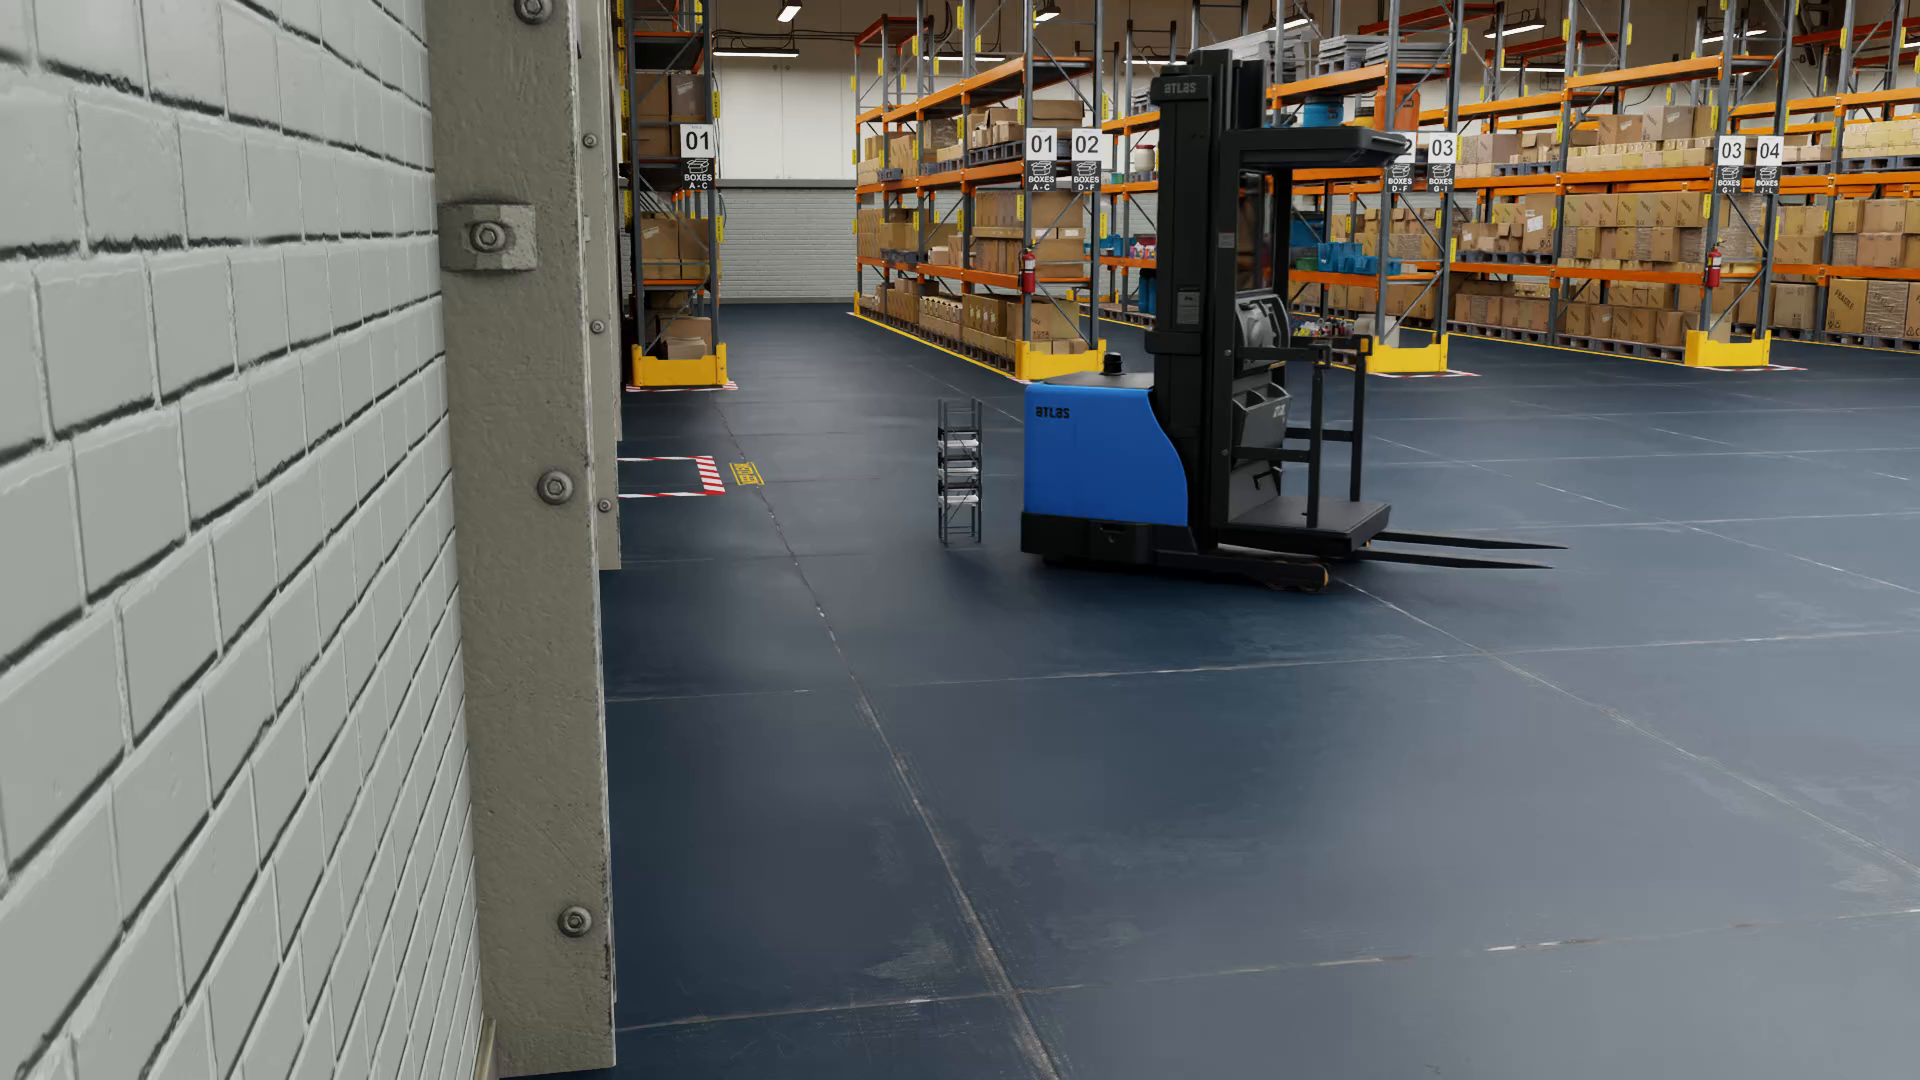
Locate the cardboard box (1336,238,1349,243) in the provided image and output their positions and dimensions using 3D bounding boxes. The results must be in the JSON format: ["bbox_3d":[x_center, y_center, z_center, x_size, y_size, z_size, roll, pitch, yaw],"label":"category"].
[{"bbox_3d":[8.360,-6.322,35.496,0.500,0.250,0.500,-2,11,-12],"label":"cardboard box"}]

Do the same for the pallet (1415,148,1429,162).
[{"bbox_3d":[6.114,-5.333,23.178,1.003,0.211,1.213,-2,11,-11],"label":"pallet"}]

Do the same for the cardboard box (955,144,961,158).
[{"bbox_3d":[0.230,-6.311,27.085,0.500,0.250,0.500,-3,11,-16],"label":"cardboard box"}]

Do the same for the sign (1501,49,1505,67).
[{"bbox_3d":[10.012,-8.911,30.737,0.100,0.325,0.005,-2,11,-11],"label":"sign"}]

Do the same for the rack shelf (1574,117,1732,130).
[{"bbox_3d":[13.978,-8.371,33.601,1.077,0.370,4.000,-2,11,-11],"label":"rack shelf"}]

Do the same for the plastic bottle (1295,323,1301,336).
[{"bbox_3d":[5.179,-3.183,25.486,0.061,0.283,0.133,-2,11,-8],"label":"plastic bottle"}]

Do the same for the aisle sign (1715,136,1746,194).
[{"bbox_3d":[10.755,-5.232,23.211,0.394,0.787,0.004,-2,11,-11],"label":"aisle sign"}]

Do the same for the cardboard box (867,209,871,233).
[{"bbox_3d":[-1.663,-6.721,35.044,0.500,0.500,0.500,-2,11,-12],"label":"cardboard box"}]

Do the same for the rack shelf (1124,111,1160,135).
[{"bbox_3d":[4.234,-8.029,31.804,1.077,0.370,4.000,-2,11,-11],"label":"rack shelf"}]

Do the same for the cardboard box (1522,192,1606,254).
[{"bbox_3d":[10.243,-5.363,28.122,1.000,1.000,1.000,-2,11,-11],"label":"cardboard box"}]

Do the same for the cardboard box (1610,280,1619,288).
[{"bbox_3d":[13.674,-5.350,34.341,0.500,0.250,0.500,-2,11,-9],"label":"cardboard box"}]

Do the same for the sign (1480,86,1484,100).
[{"bbox_3d":[12.278,-10.499,39.080,0.100,0.325,0.005,-2,11,-11],"label":"sign"}]

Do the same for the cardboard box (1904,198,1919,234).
[{"bbox_3d":[15.485,-5.110,26.235,0.875,0.550,0.500,-2,11,-11],"label":"cardboard box"}]

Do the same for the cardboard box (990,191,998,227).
[{"bbox_3d":[0.831,-4.772,24.010,0.700,0.500,0.500,-2,11,-11],"label":"cardboard box"}]

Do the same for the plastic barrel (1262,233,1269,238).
[{"bbox_3d":[5.288,-4.916,28.137,0.433,0.535,0.433,0,11,0],"label":"plastic barrel"}]

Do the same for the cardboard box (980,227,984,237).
[{"bbox_3d":[0.505,-4.570,24.680,0.380,0.149,0.250,-2,11,-13],"label":"cardboard box"}]

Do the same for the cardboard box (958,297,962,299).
[{"bbox_3d":[0.215,-4.034,28.599,0.500,0.311,0.500,-2,11,-12],"label":"cardboard box"}]

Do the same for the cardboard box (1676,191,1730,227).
[{"bbox_3d":[10.688,-4.756,23.923,0.500,0.500,0.500,-2,11,-11],"label":"cardboard box"}]

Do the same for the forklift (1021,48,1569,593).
[{"bbox_3d":[1.918,-1.259,9.474,3.031,2.935,1.130,5,12,26],"label":"forklift"}]

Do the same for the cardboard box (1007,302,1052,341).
[{"bbox_3d":[0.924,-2.929,22.289,0.500,0.500,0.500,-2,11,-11],"label":"cardboard box"}]

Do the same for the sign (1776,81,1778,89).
[{"bbox_3d":[17.875,-10.007,36.282,0.100,0.325,0.005,-2,11,-11],"label":"sign"}]

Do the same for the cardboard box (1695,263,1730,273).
[{"bbox_3d":[10.780,-3.899,23.830,0.380,0.149,0.250,-2,11,-11],"label":"cardboard box"}]

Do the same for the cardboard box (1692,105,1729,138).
[{"bbox_3d":[11.014,-6.174,24.689,0.500,0.500,0.500,-2,11,-11],"label":"cardboard box"}]

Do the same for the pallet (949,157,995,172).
[{"bbox_3d":[0.358,-5.892,26.121,0.805,0.209,1.217,-3,11,-13],"label":"pallet"}]

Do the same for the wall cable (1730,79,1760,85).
[{"bbox_3d":[22.673,-14.214,46.436,2.988,3.039,0.133,-2,11,-11],"label":"wall cable"}]

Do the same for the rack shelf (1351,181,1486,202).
[{"bbox_3d":[9.093,-6.932,32.994,1.077,0.370,4.000,-2,11,-11],"label":"rack shelf"}]

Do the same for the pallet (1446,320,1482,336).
[{"bbox_3d":[9.632,-3.931,30.787,1.003,0.211,1.213,-2,11,-11],"label":"pallet"}]

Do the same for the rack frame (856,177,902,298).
[{"bbox_3d":[-1.792,-6.552,37.100,1.000,3.000,0.127,-2,11,-11],"label":"rack frame"}]

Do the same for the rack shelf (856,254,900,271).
[{"bbox_3d":[-1.403,-5.832,35.240,1.077,0.370,4.000,-2,11,-11],"label":"rack shelf"}]

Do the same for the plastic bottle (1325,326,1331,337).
[{"bbox_3d":[5.474,-3.051,24.792,0.061,0.283,0.133,-2,11,-11],"label":"plastic bottle"}]

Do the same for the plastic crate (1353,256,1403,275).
[{"bbox_3d":[5.788,-3.805,23.064,0.499,0.251,0.616,-2,11,-11],"label":"plastic crate"}]

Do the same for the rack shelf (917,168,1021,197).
[{"bbox_3d":[0.153,-5.838,27.250,1.077,0.370,4.000,-2,11,-11],"label":"rack shelf"}]

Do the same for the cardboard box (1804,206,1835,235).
[{"bbox_3d":[15.042,-5.504,28.650,0.700,0.500,0.500,-2,11,-12],"label":"cardboard box"}]

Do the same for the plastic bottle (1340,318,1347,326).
[{"bbox_3d":[5.909,-3.244,25.624,0.144,0.351,0.185,-2,11,-11],"label":"plastic bottle"}]

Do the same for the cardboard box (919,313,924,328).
[{"bbox_3d":[-0.422,-3.834,29.048,0.500,0.250,0.500,-2,11,-11],"label":"cardboard box"}]

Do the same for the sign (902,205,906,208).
[{"bbox_3d":[-1.244,-7.293,37.048,0.100,0.325,0.005,-2,11,-11],"label":"sign"}]

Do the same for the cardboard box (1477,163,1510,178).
[{"bbox_3d":[9.532,-6.561,29.524,0.500,0.250,0.500,-2,11,-10],"label":"cardboard box"}]

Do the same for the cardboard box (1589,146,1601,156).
[{"bbox_3d":[10.171,-6.139,26.240,0.380,0.149,0.250,-2,11,-11],"label":"cardboard box"}]

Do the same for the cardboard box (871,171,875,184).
[{"bbox_3d":[-1.562,-7.482,34.360,0.500,0.250,0.500,-2,11,-11],"label":"cardboard box"}]

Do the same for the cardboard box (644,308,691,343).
[{"bbox_3d":[-4.476,-3.293,25.485,0.700,0.500,0.500,-2,11,-9],"label":"cardboard box"}]

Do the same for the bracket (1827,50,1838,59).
[{"bbox_3d":[22.607,-12.607,43.239,0.235,0.232,0.430,-2,11,-11],"label":"bracket"}]

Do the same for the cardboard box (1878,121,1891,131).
[{"bbox_3d":[15.031,-6.651,26.746,0.380,0.149,0.250,-2,11,-12],"label":"cardboard box"}]

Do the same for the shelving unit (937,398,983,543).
[{"bbox_3d":[-0.002,-0.444,10.620,0.258,0.900,0.210,-2,11,-11],"label":"shelving unit"}]

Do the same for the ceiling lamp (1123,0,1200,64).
[{"bbox_3d":[5.016,-13.130,40.003,2.000,3.185,0.800,-2,11,-11],"label":"ceiling lamp"}]

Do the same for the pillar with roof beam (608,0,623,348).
[{"bbox_3d":[-1.467,-7.738,27.284,9.100,9.000,0.400,-2,11,-11],"label":"pillar with roof beam"}]

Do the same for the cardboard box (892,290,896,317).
[{"bbox_3d":[-1.044,-4.612,32.413,0.500,0.500,0.500,-2,11,-10],"label":"cardboard box"}]

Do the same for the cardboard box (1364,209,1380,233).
[{"bbox_3d":[8.836,-6.603,34.417,0.797,0.503,0.637,-2,11,-12],"label":"cardboard box"}]

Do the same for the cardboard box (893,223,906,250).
[{"bbox_3d":[-0.945,-5.855,32.047,0.700,0.500,0.500,0,11,-2],"label":"cardboard box"}]

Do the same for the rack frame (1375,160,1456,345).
[{"bbox_3d":[6.179,-3.797,22.625,1.000,3.000,0.127,-2,11,-11],"label":"rack frame"}]

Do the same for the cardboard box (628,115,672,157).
[{"bbox_3d":[-3.868,-5.037,20.794,0.500,0.500,0.500,-1,11,-7],"label":"cardboard box"}]

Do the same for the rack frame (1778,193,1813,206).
[{"bbox_3d":[18.425,-6.539,37.028,1.000,3.000,0.127,-2,11,-11],"label":"rack frame"}]

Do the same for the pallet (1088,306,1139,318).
[{"bbox_3d":[3.424,-4.986,36.328,1.003,0.211,1.213,-2,11,-11],"label":"pallet"}]
